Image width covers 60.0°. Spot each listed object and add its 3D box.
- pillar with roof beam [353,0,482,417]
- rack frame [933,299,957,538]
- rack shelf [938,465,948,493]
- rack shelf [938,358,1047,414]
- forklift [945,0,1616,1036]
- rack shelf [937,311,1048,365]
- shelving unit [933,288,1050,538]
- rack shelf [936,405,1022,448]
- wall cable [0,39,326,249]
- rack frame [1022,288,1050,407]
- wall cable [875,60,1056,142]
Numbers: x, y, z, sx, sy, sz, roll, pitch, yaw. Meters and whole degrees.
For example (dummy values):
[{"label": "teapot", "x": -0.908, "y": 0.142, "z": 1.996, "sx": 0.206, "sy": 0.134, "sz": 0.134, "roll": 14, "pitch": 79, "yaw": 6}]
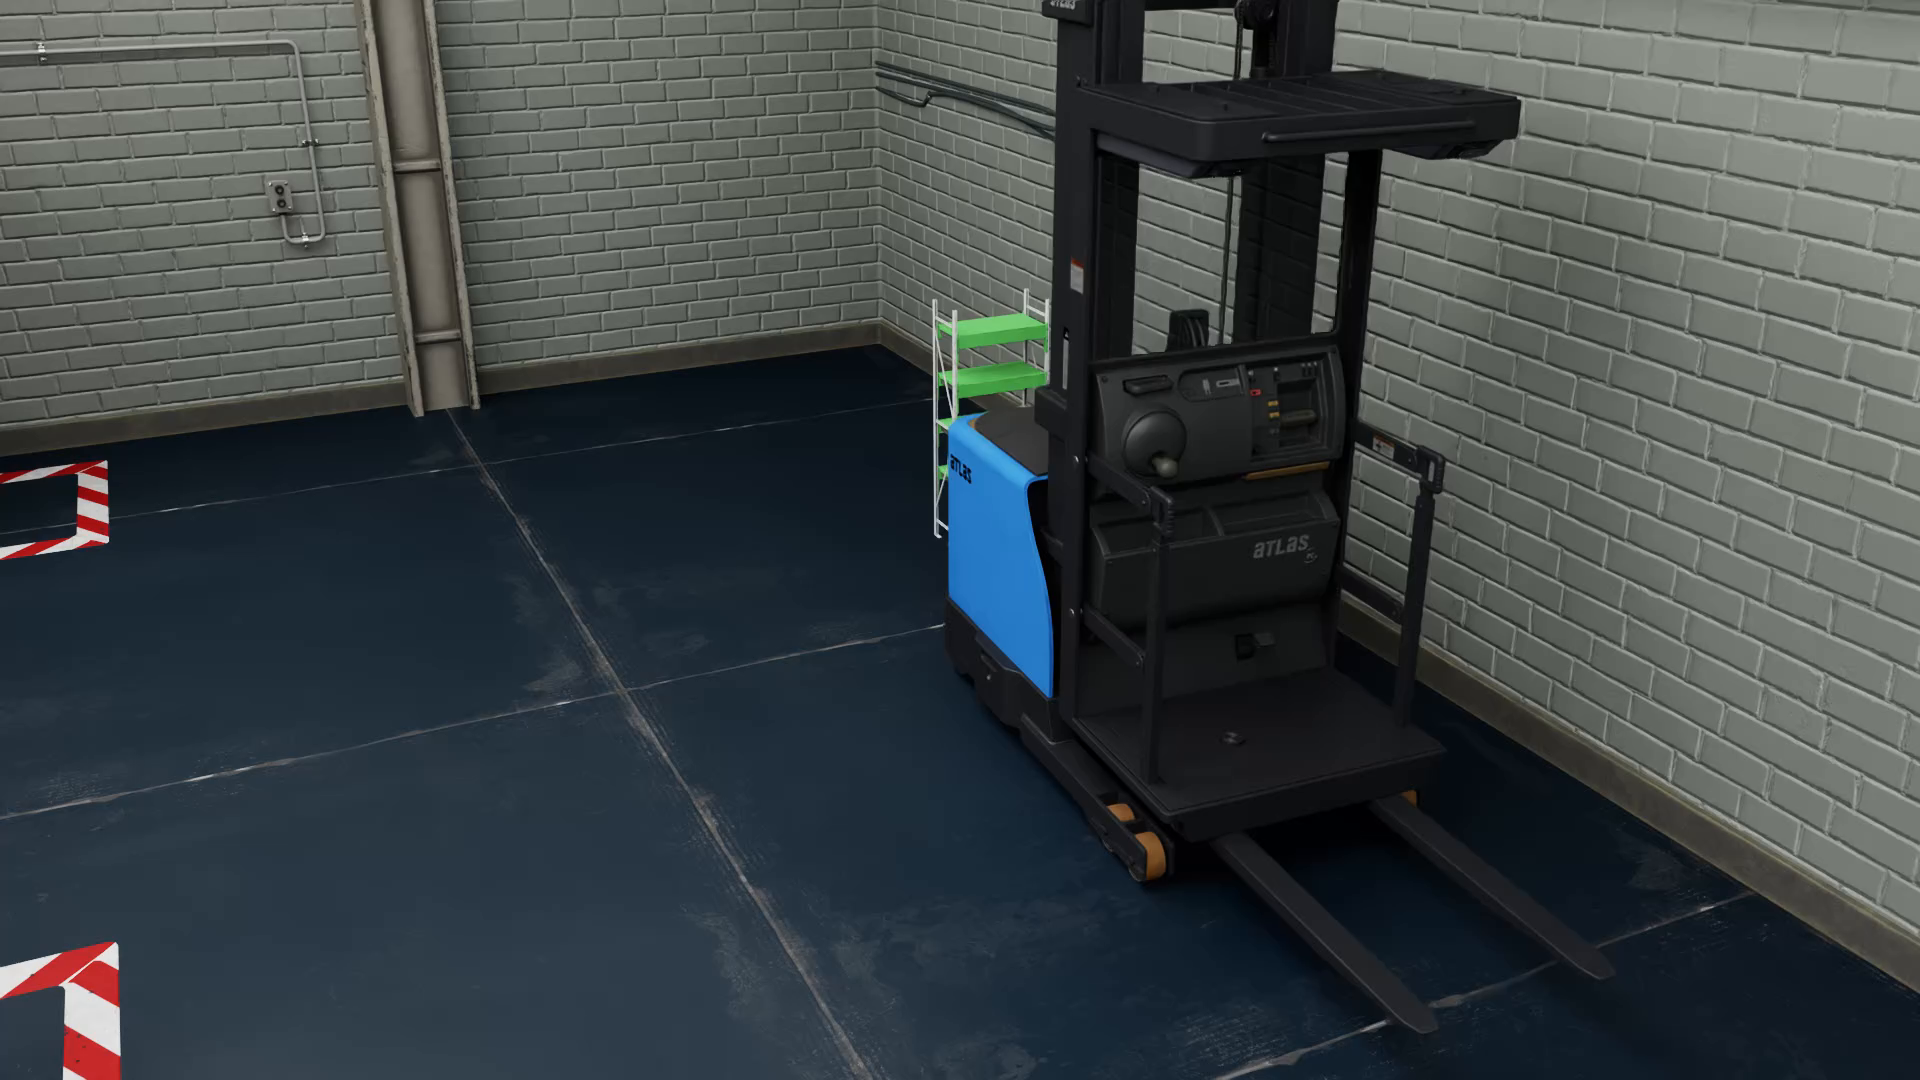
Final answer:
[{"label": "pillar with roof beam", "x": -1.315, "y": -3.504, "z": 4.948, "sx": 0.400, "sy": 9.000, "sz": 9.100, "roll": -10, "pitch": 25, "yaw": -24}, {"label": "rack frame", "x": -0.071, "y": -0.541, "z": 7.989, "sx": 0.015, "sy": 1.200, "sz": 0.240, "roll": -10, "pitch": 25, "yaw": -24}, {"label": "rack shelf", "x": 0.149, "y": -0.301, "z": 8.203, "sx": 0.480, "sy": 0.148, "sz": 0.258, "roll": -10, "pitch": 25, "yaw": -24}, {"label": "rack shelf", "x": 0.149, "y": -0.745, "z": 8.019, "sx": 0.480, "sy": 0.148, "sz": 0.258, "roll": -10, "pitch": 25, "yaw": -24}, {"label": "forklift", "x": 0.968, "y": -0.405, "z": 5.396, "sx": 1.130, "sy": 2.935, "sz": 3.031, "roll": -9, "pitch": 24, "yaw": -21}, {"label": "rack shelf", "x": 0.149, "y": -0.966, "z": 7.928, "sx": 0.480, "sy": 0.148, "sz": 0.258, "roll": -10, "pitch": 25, "yaw": -24}, {"label": "shelving unit", "x": 0.149, "y": -0.582, "z": 8.087, "sx": 0.503, "sy": 1.200, "sz": 0.258, "roll": -10, "pitch": 25, "yaw": -24}, {"label": "rack shelf", "x": 0.149, "y": -0.523, "z": 8.111, "sx": 0.480, "sy": 0.148, "sz": 0.258, "roll": -10, "pitch": 25, "yaw": -24}, {"label": "wall cable", "x": -4.496, "y": -2.477, "z": 8.984, "sx": 1.851, "sy": 1.984, "sz": 0.084, "roll": -10, "pitch": 25, "yaw": -24}, {"label": "rack frame", "x": 0.369, "y": -0.622, "z": 8.185, "sx": 0.015, "sy": 1.200, "sz": 0.240, "roll": -10, "pitch": 25, "yaw": -24}, {"label": "wall cable", "x": 0.012, "y": -3.622, "z": 9.293, "sx": 0.112, "sy": 2.526, "sz": 3.097, "roll": -10, "pitch": 25, "yaw": -24}]
